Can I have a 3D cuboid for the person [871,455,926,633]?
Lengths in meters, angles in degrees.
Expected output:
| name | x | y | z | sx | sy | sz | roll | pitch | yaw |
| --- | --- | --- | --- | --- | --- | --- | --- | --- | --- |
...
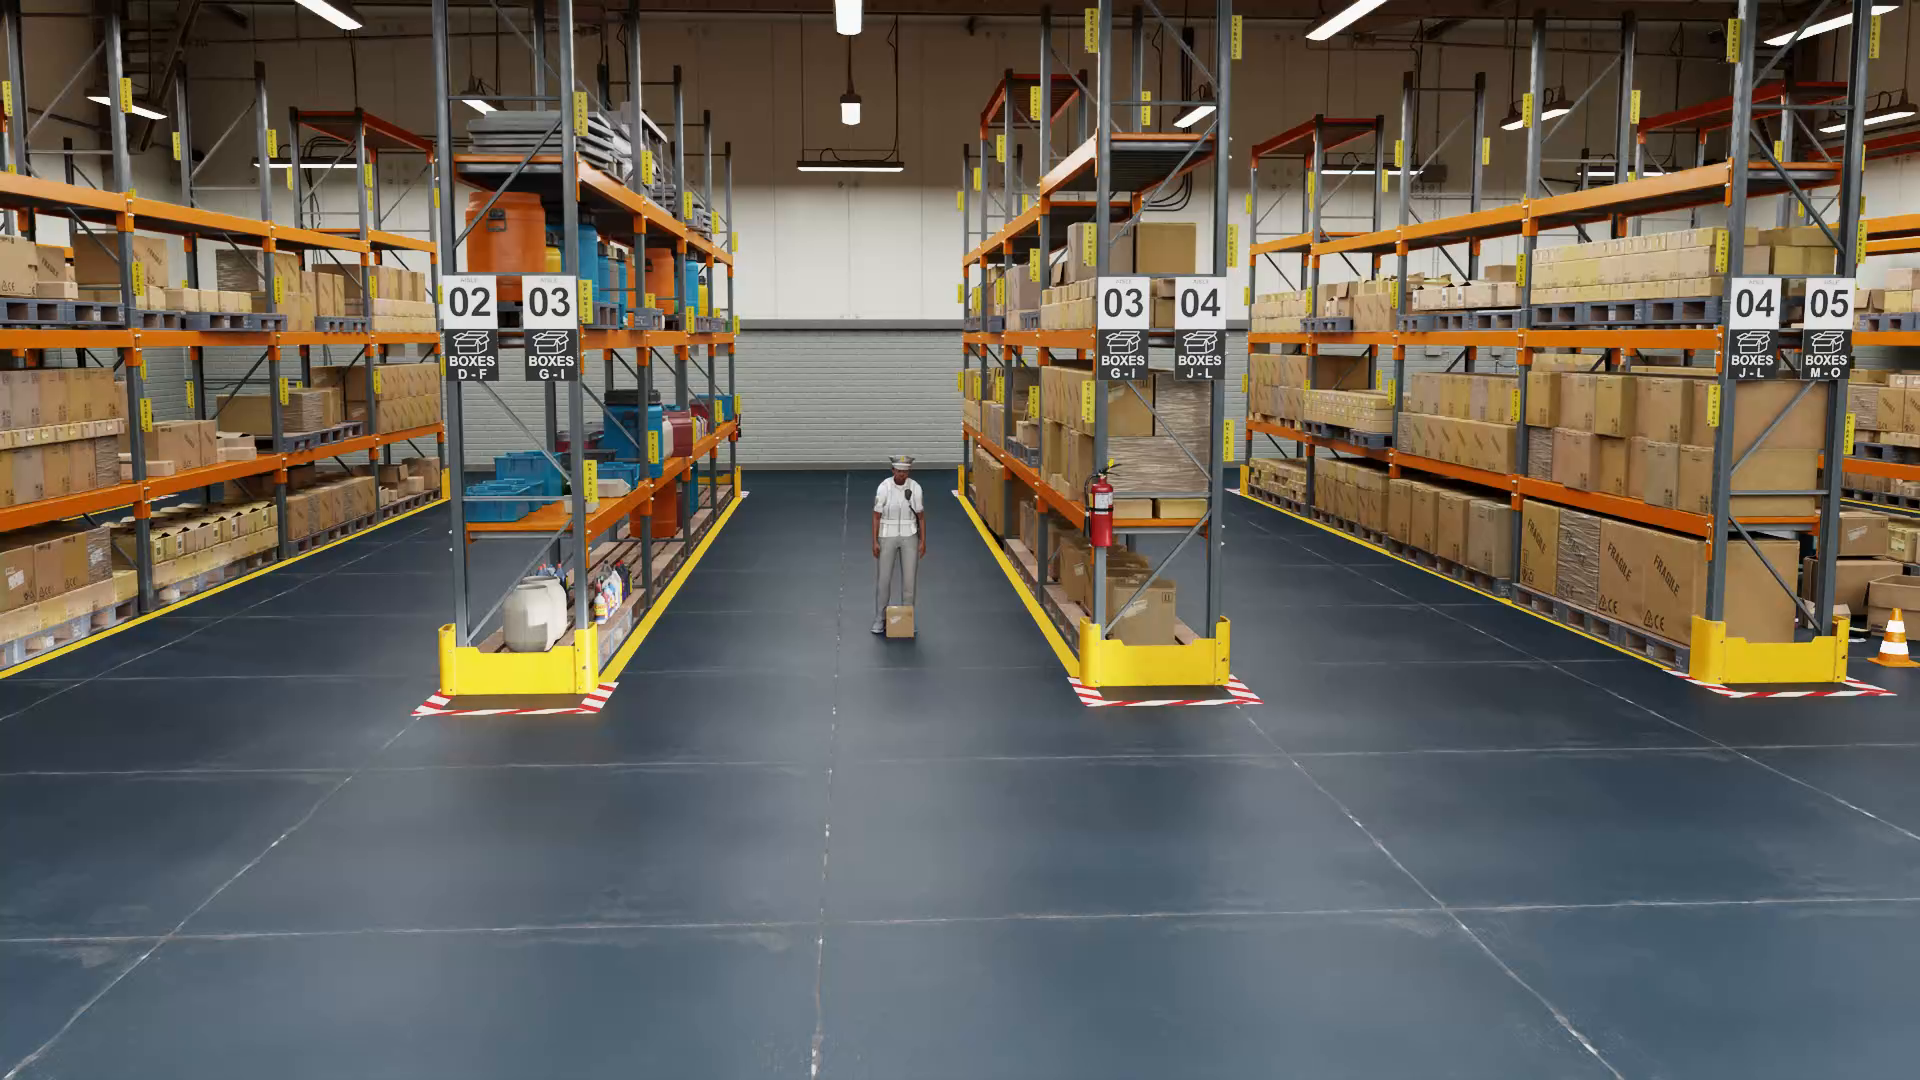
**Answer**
| name | x | y | z | sx | sy | sz | roll | pitch | yaw |
| --- | --- | --- | --- | --- | --- | --- | --- | --- | --- |
| person | -0.578 | 0.030 | 15.518 | 0.523 | 1.657 | 0.418 | -1 | 7 | -5 |
